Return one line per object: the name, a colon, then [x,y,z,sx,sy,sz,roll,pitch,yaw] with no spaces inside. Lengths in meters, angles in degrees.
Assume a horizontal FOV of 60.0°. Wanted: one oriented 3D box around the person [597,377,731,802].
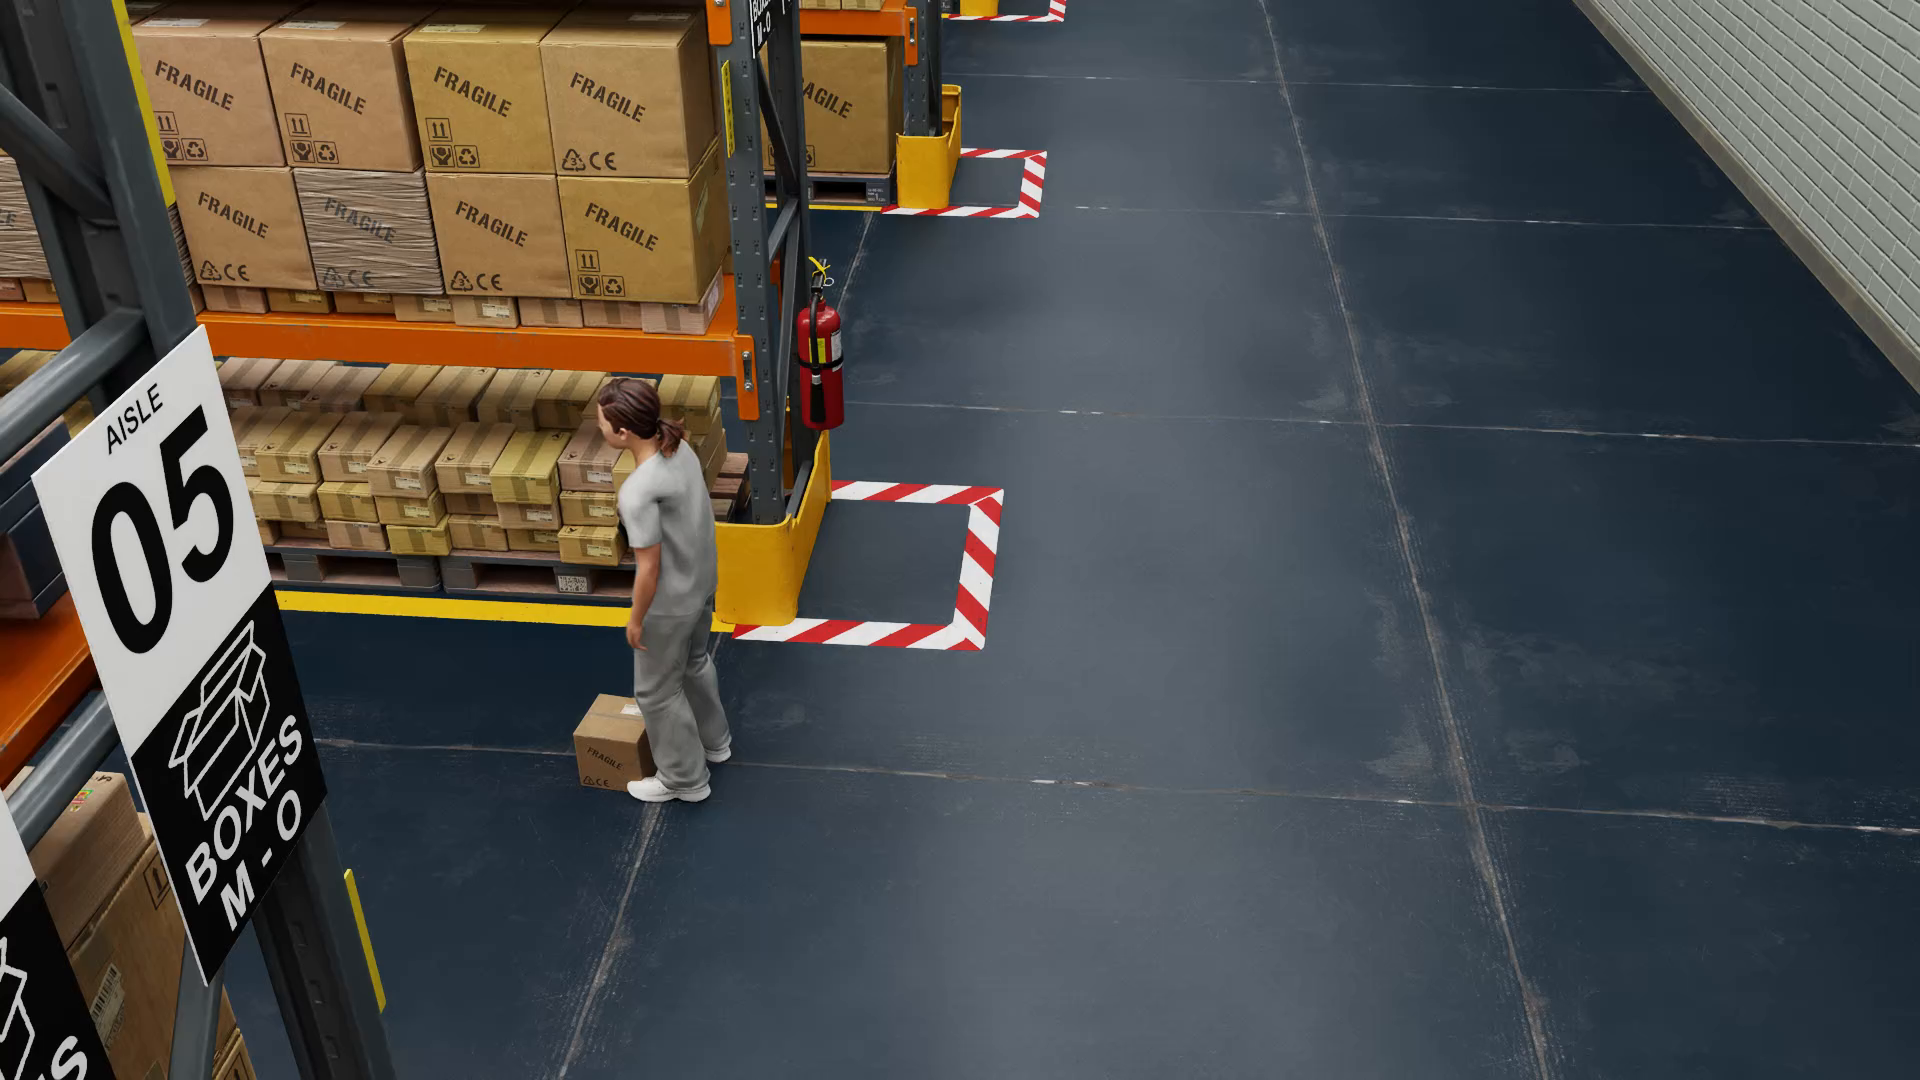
person: [-1.031,0.187,5.839,0.359,1.673,0.486,7,33,12]
